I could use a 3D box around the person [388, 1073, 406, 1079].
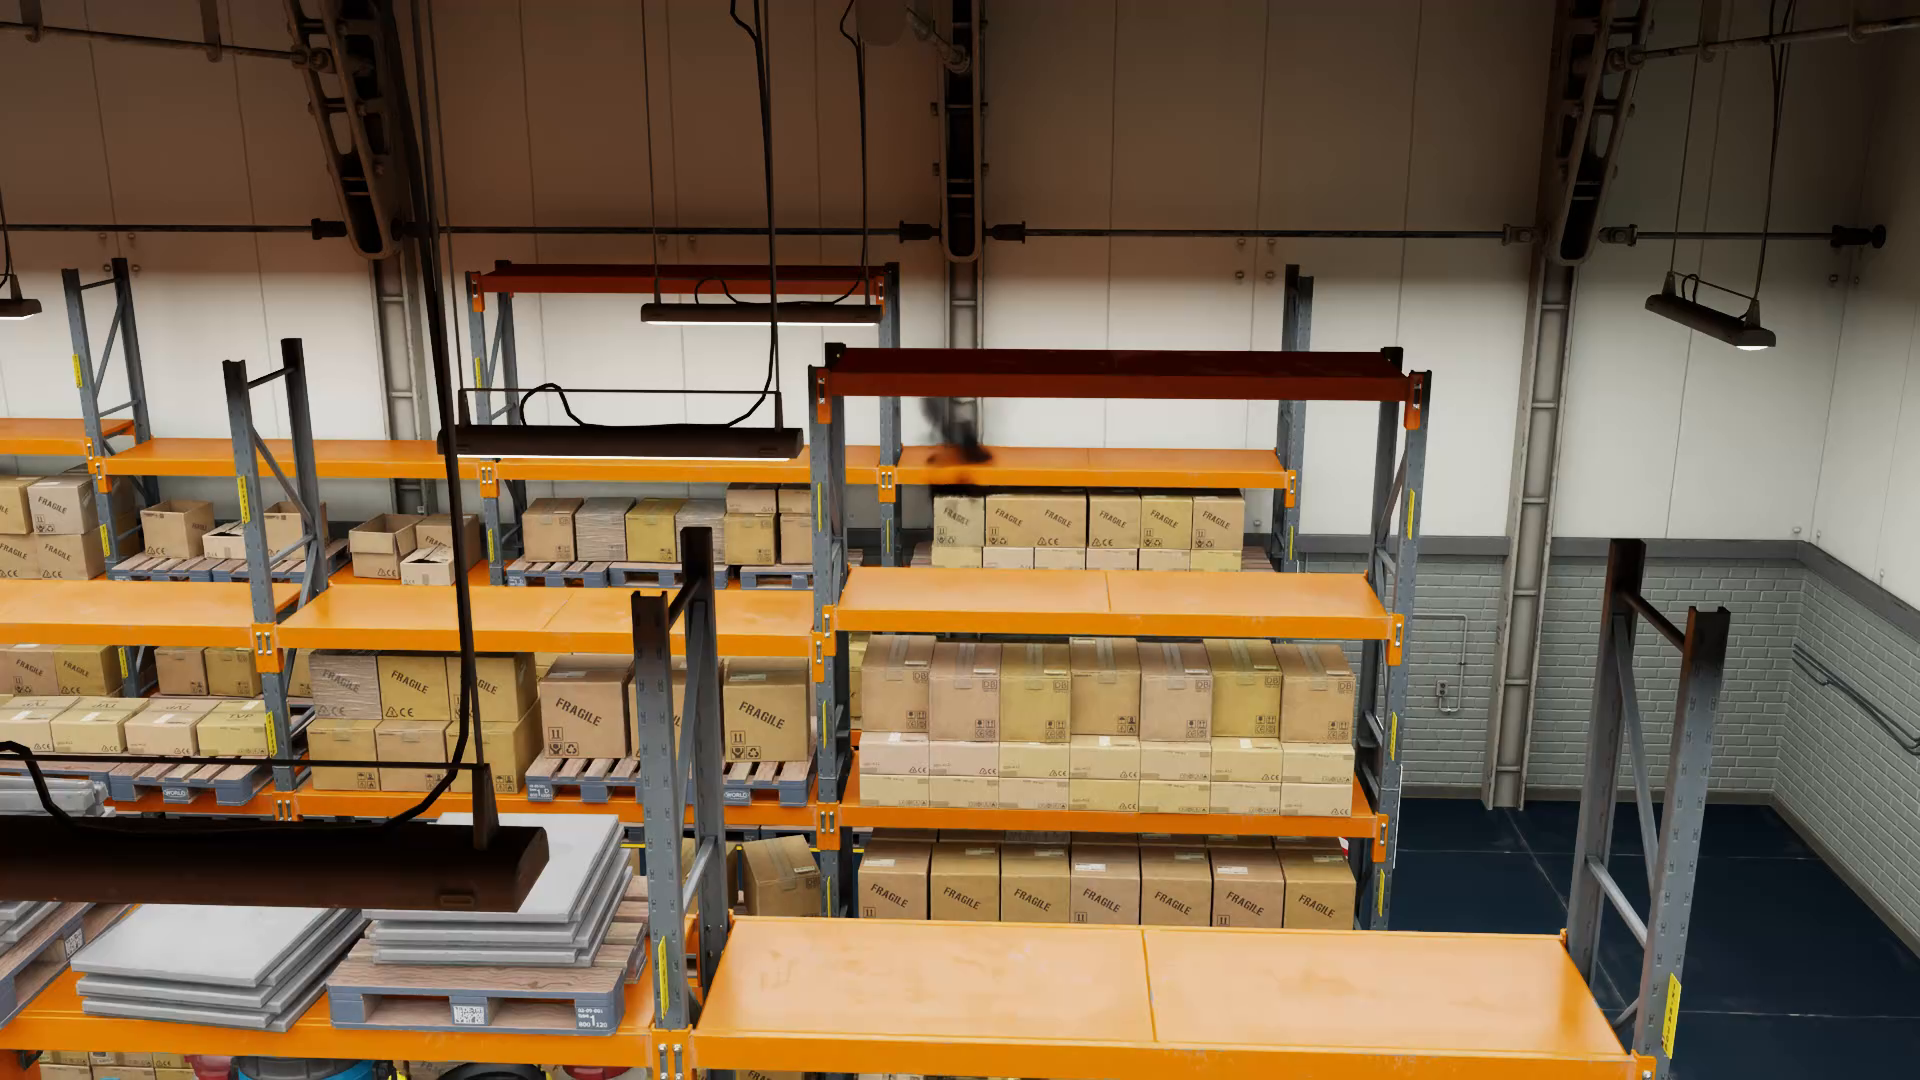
[{"bbox_3d":[-3.627,4.240,10.778,0.957,1.788,0.694,-2,16,-6],"label":"person"}]
